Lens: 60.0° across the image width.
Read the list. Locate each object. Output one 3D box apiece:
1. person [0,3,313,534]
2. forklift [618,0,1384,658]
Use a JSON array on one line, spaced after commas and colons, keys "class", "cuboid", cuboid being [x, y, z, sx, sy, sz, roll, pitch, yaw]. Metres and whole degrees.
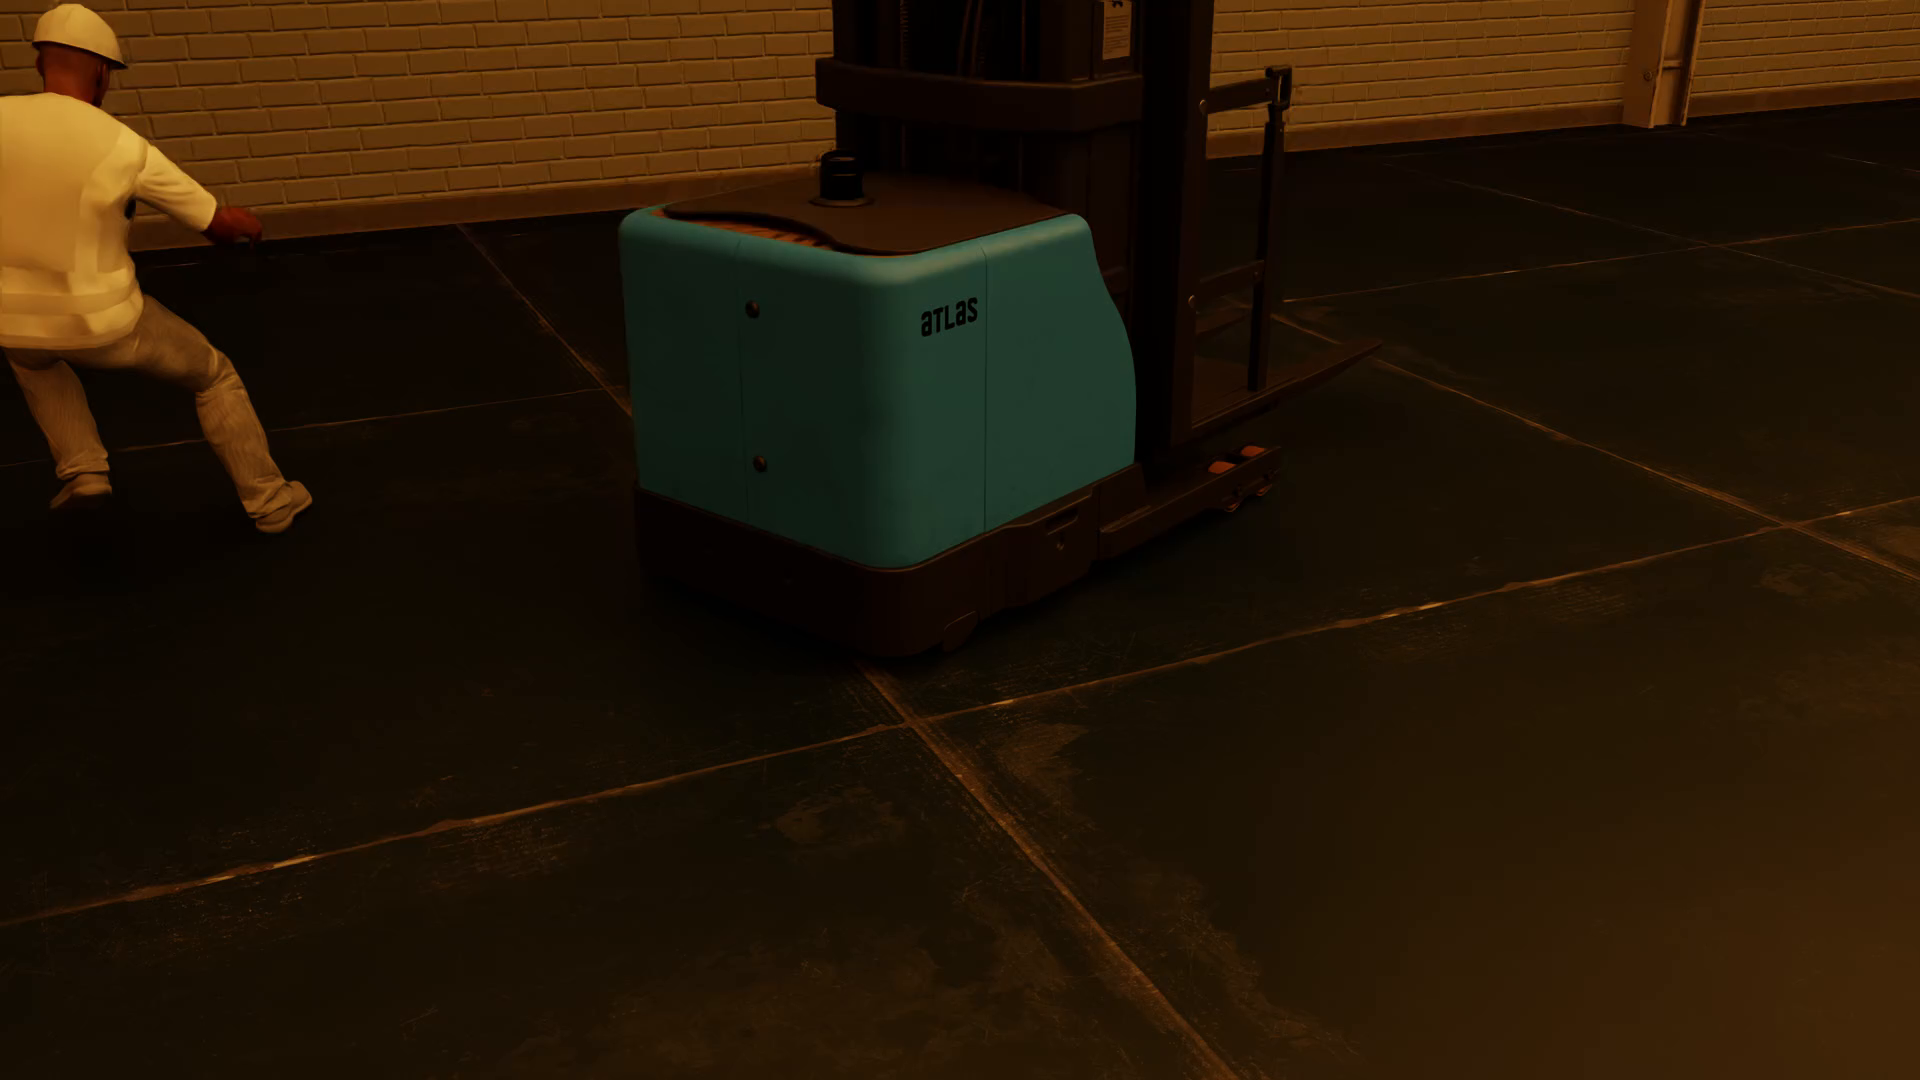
[{"class": "person", "cuboid": [-2.535, -0.767, 4.907, 0.938, 1.578, 0.777, -3, 23, -7]}, {"class": "forklift", "cuboid": [0.401, -1.548, 5.011, 1.130, 2.935, 3.031, 18, 28, 36]}]
